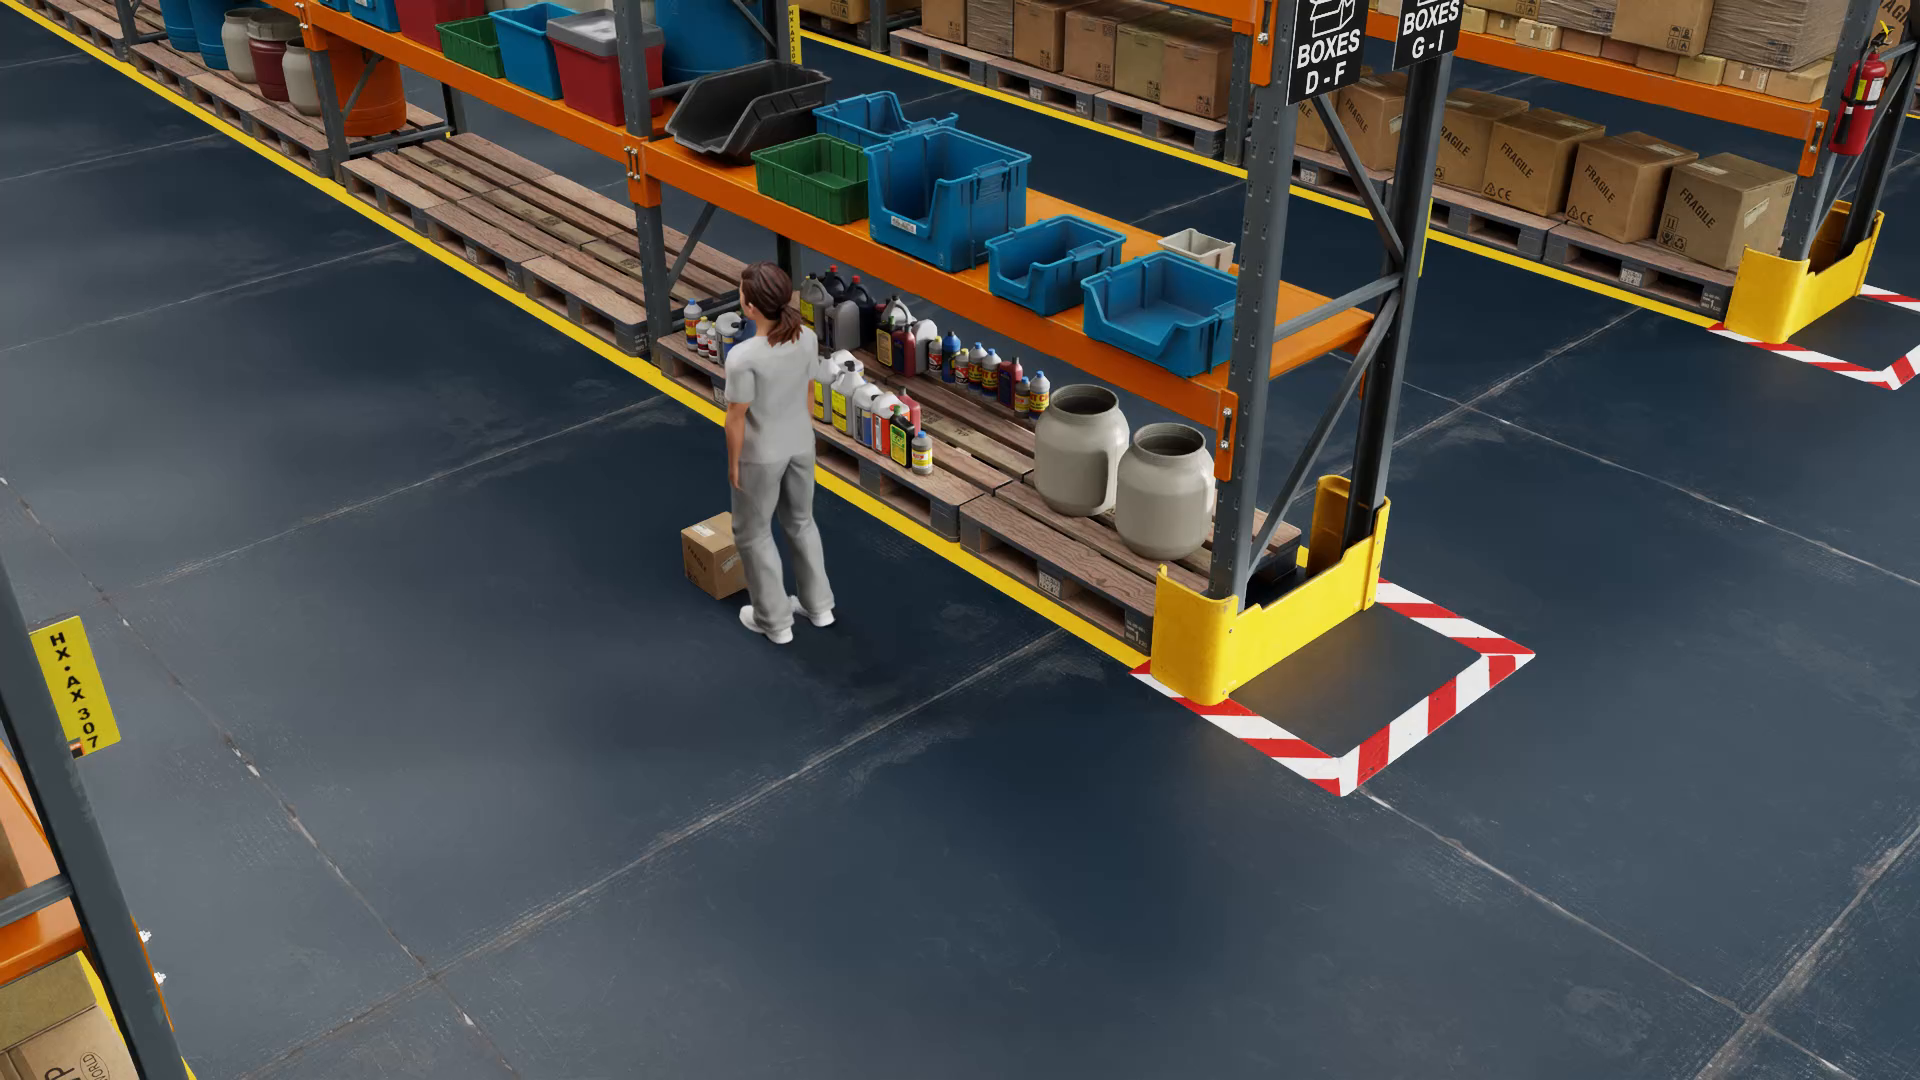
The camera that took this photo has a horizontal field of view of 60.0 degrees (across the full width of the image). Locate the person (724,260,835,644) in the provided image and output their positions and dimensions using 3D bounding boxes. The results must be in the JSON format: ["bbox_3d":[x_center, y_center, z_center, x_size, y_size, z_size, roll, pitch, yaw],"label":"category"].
[{"bbox_3d":[-0.747,-0.328,6.700,0.438,1.686,0.373,-25,40,-34],"label":"person"}]
